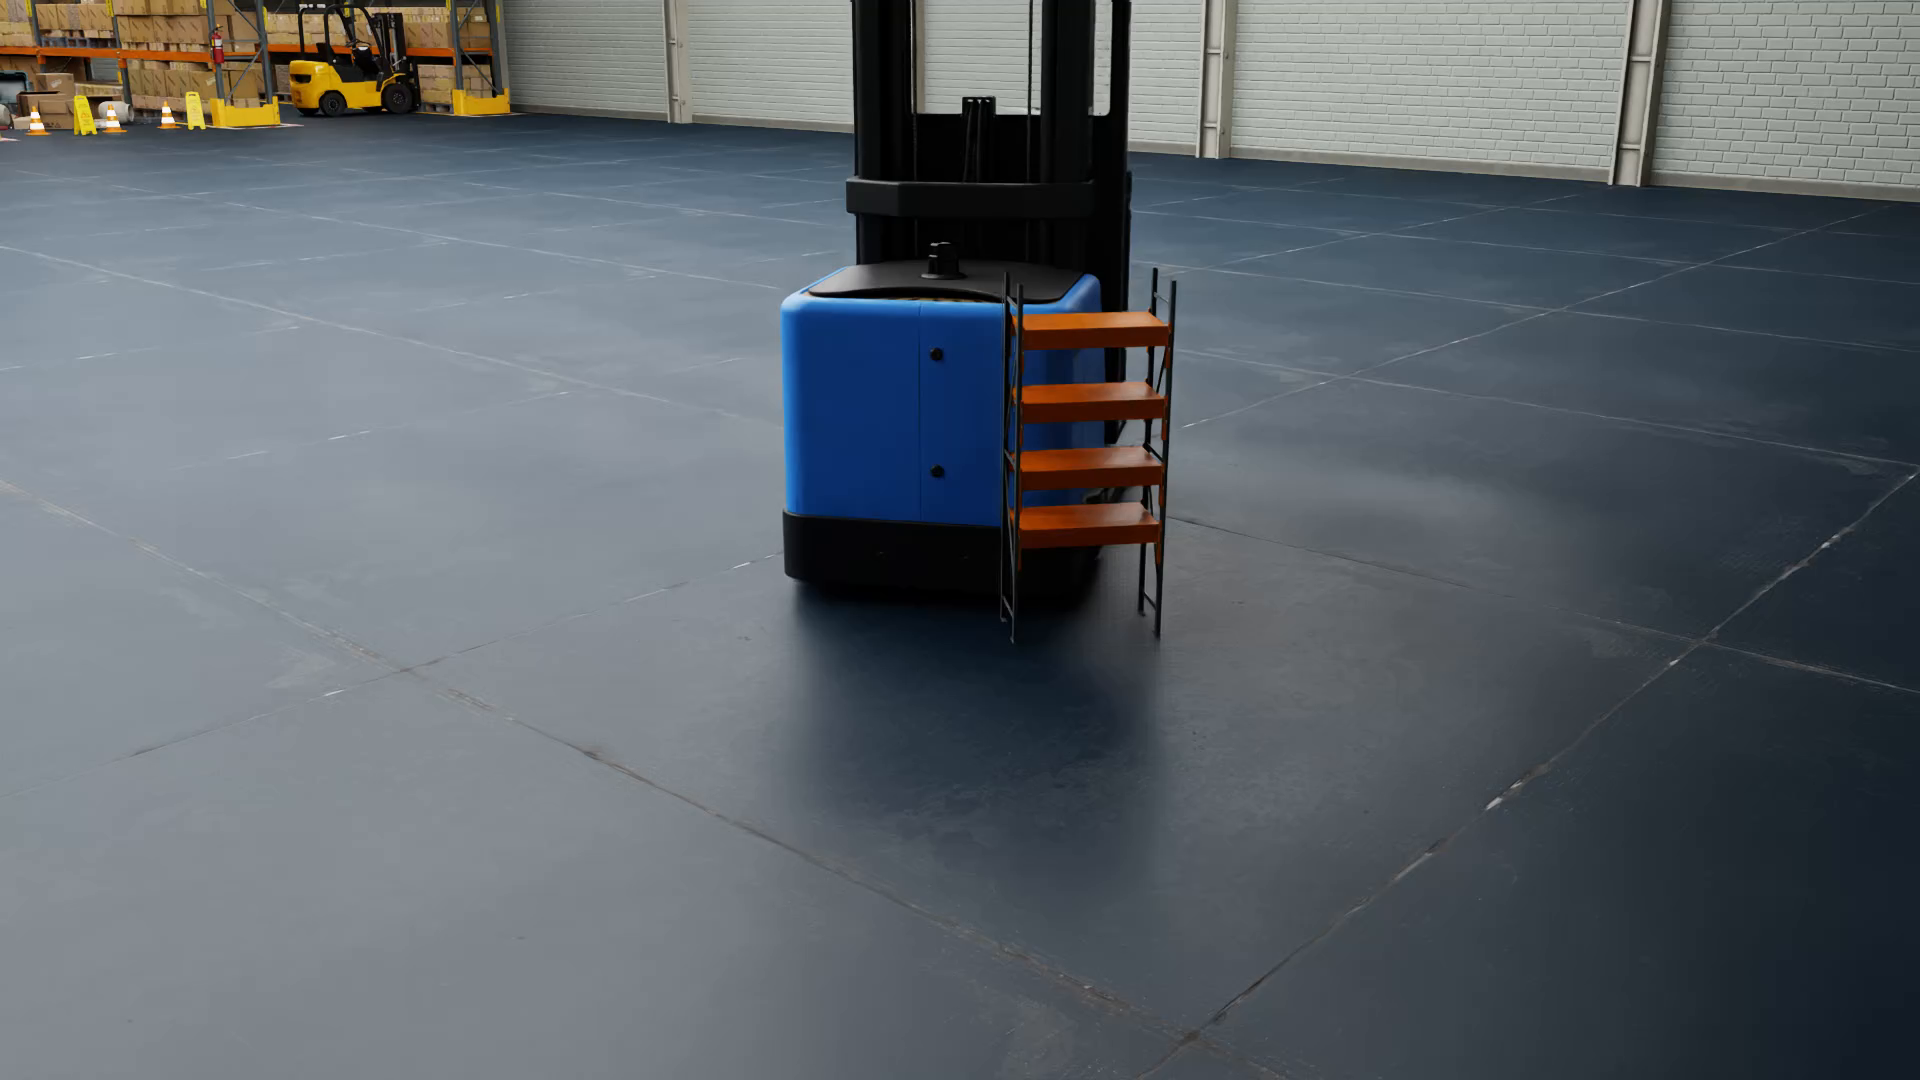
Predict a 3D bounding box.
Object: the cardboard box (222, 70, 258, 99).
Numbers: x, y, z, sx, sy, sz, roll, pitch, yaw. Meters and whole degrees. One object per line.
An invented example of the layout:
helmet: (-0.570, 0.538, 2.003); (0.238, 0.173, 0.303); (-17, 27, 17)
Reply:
cardboard box: (-13.611, -8.589, 31.328); (0.500, 0.500, 0.500); (14, 22, 37)

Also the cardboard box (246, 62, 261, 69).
cardboard box: (-16.795, -11.313, 39.666); (0.250, 0.149, 0.380); (14, 22, 37)

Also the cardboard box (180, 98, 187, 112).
cardboard box: (-14.338, -8.209, 31.372); (0.500, 0.250, 0.500); (15, 23, 39)

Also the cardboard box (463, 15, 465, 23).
cardboard box: (-10.189, -10.755, 34.305); (0.250, 0.149, 0.380); (15, 23, 39)

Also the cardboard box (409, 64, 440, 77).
cardboard box: (-11.202, -9.825, 34.809); (0.500, 0.250, 0.500); (15, 23, 40)

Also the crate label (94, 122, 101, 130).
crate label: (-15.463, -7.367, 29.599); (0.298, 0.136, 0.250); (4, 18, 11)

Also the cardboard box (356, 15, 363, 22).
cardboard box: (-12.809, -11.273, 35.936); (0.250, 0.149, 0.380); (15, 23, 38)

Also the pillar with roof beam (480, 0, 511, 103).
pillar with roof beam: (-12.661, -12.466, 31.014); (0.400, 9.000, 9.100); (15, 23, 39)

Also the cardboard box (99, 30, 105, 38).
cardboard box: (-16.918, -10.094, 33.180); (0.250, 0.149, 0.380); (14, 22, 38)

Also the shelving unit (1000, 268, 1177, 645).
shelving unit: (0.408, -0.271, 5.470); (0.503, 1.200, 0.258); (-3, 19, -9)

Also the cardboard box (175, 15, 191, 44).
cardboard box: (-14.133, -9.450, 30.774); (0.500, 0.500, 0.500); (15, 23, 39)

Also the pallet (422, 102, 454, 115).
pallet: (-10.481, -9.051, 34.783); (1.213, 0.211, 1.003); (15, 23, 39)

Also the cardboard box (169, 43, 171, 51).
cardboard box: (-14.725, -9.331, 31.470); (0.250, 0.149, 0.380); (15, 23, 39)

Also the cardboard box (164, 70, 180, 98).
cardboard box: (-14.711, -8.668, 31.579); (0.500, 0.500, 0.500); (14, 23, 38)

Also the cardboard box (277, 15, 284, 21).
cardboard box: (-15.412, -11.970, 38.132); (0.250, 0.149, 0.380); (16, 24, 41)

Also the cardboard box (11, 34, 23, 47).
cardboard box: (-20.100, -10.789, 35.898); (0.500, 0.250, 0.500); (16, 23, 40)

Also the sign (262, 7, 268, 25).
sign: (-12.813, -9.648, 30.623); (0.005, 0.325, 0.100); (15, 23, 39)

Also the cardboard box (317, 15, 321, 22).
cardboard box: (-14.068, -11.613, 37.008); (0.250, 0.149, 0.380); (14, 23, 38)

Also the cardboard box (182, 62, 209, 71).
cardboard box: (-14.264, -8.829, 31.013); (0.250, 0.149, 0.380); (16, 24, 41)

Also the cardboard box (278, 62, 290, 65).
cardboard box: (-16.048, -11.336, 39.738); (0.250, 0.149, 0.380); (17, 24, 42)

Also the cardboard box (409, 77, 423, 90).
cardboard box: (-11.221, -9.593, 34.906); (0.500, 0.250, 0.500); (14, 23, 38)

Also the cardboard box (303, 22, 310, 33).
cardboard box: (-14.543, -11.558, 37.494); (0.500, 0.250, 0.500); (15, 23, 40)

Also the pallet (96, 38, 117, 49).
pallet: (-16.640, -10.011, 33.514); (1.213, 0.211, 1.003); (15, 23, 39)

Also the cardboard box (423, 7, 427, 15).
cardboard box: (-10.845, -10.915, 34.316); (0.250, 0.149, 0.380); (15, 23, 40)

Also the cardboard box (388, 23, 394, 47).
cardboard box: (-11.934, -10.737, 35.319); (0.500, 0.500, 0.500); (15, 23, 39)

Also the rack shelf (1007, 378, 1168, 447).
rack shelf: (0.409, -0.419, 5.419); (0.480, 0.148, 0.258); (-3, 19, -9)

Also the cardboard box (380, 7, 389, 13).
cardboard box: (-12.043, -11.205, 35.230); (0.250, 0.149, 0.380); (15, 23, 38)

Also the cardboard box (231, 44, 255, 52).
cardboard box: (-13.290, -9.108, 30.767); (0.250, 0.149, 0.380); (15, 23, 39)

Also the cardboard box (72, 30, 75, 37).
cardboard box: (-18.012, -10.424, 34.219); (0.250, 0.149, 0.380); (16, 24, 41)

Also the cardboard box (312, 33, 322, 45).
cardboard box: (-14.154, -11.216, 37.243); (0.500, 0.250, 0.500); (15, 23, 40)

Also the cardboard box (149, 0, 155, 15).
cardboard box: (-14.804, -10.146, 31.312); (0.500, 0.500, 0.700); (15, 23, 39)

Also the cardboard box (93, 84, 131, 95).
cardboard box: (-17.099, -9.112, 34.014); (0.950, 0.372, 0.625); (-17, 24, -42)

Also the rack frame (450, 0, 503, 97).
rack frame: (-9.881, -10.236, 33.908); (0.127, 3.000, 1.000); (15, 23, 39)

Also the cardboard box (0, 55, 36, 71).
cardboard box: (-20.951, -10.424, 37.315); (0.875, 0.875, 0.875); (16, 24, 41)

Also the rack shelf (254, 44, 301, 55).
rack shelf: (-17.361, -11.901, 40.343); (4.000, 0.370, 1.077); (15, 23, 39)

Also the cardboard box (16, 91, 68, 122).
cardboard box: (-16.872, -7.953, 30.616); (0.503, 0.637, 0.797); (15, 23, 39)

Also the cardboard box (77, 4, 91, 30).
cardboard box: (-17.416, -10.550, 33.546); (0.500, 0.500, 0.500); (16, 24, 41)

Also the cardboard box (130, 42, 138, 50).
cardboard box: (-15.919, -9.621, 32.385); (0.250, 0.149, 0.380); (16, 24, 41)

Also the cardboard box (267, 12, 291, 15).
cardboard box: (-16.146, -12.229, 39.327); (0.500, 0.500, 0.500); (16, 24, 42)

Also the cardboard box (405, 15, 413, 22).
cardboard box: (-11.302, -10.852, 34.608); (0.250, 0.149, 0.380); (15, 23, 40)

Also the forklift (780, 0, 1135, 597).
forklift: (0.169, -1.606, 6.828); (1.130, 2.935, 3.031); (4, 18, 11)

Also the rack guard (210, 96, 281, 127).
rack guard: (-13.230, -7.936, 30.793); (0.348, 0.500, 1.175); (15, 23, 39)

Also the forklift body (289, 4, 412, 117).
forklift body: (-12.510, -9.800, 33.935); (1.214, 2.155, 2.313); (15, 23, 39)
